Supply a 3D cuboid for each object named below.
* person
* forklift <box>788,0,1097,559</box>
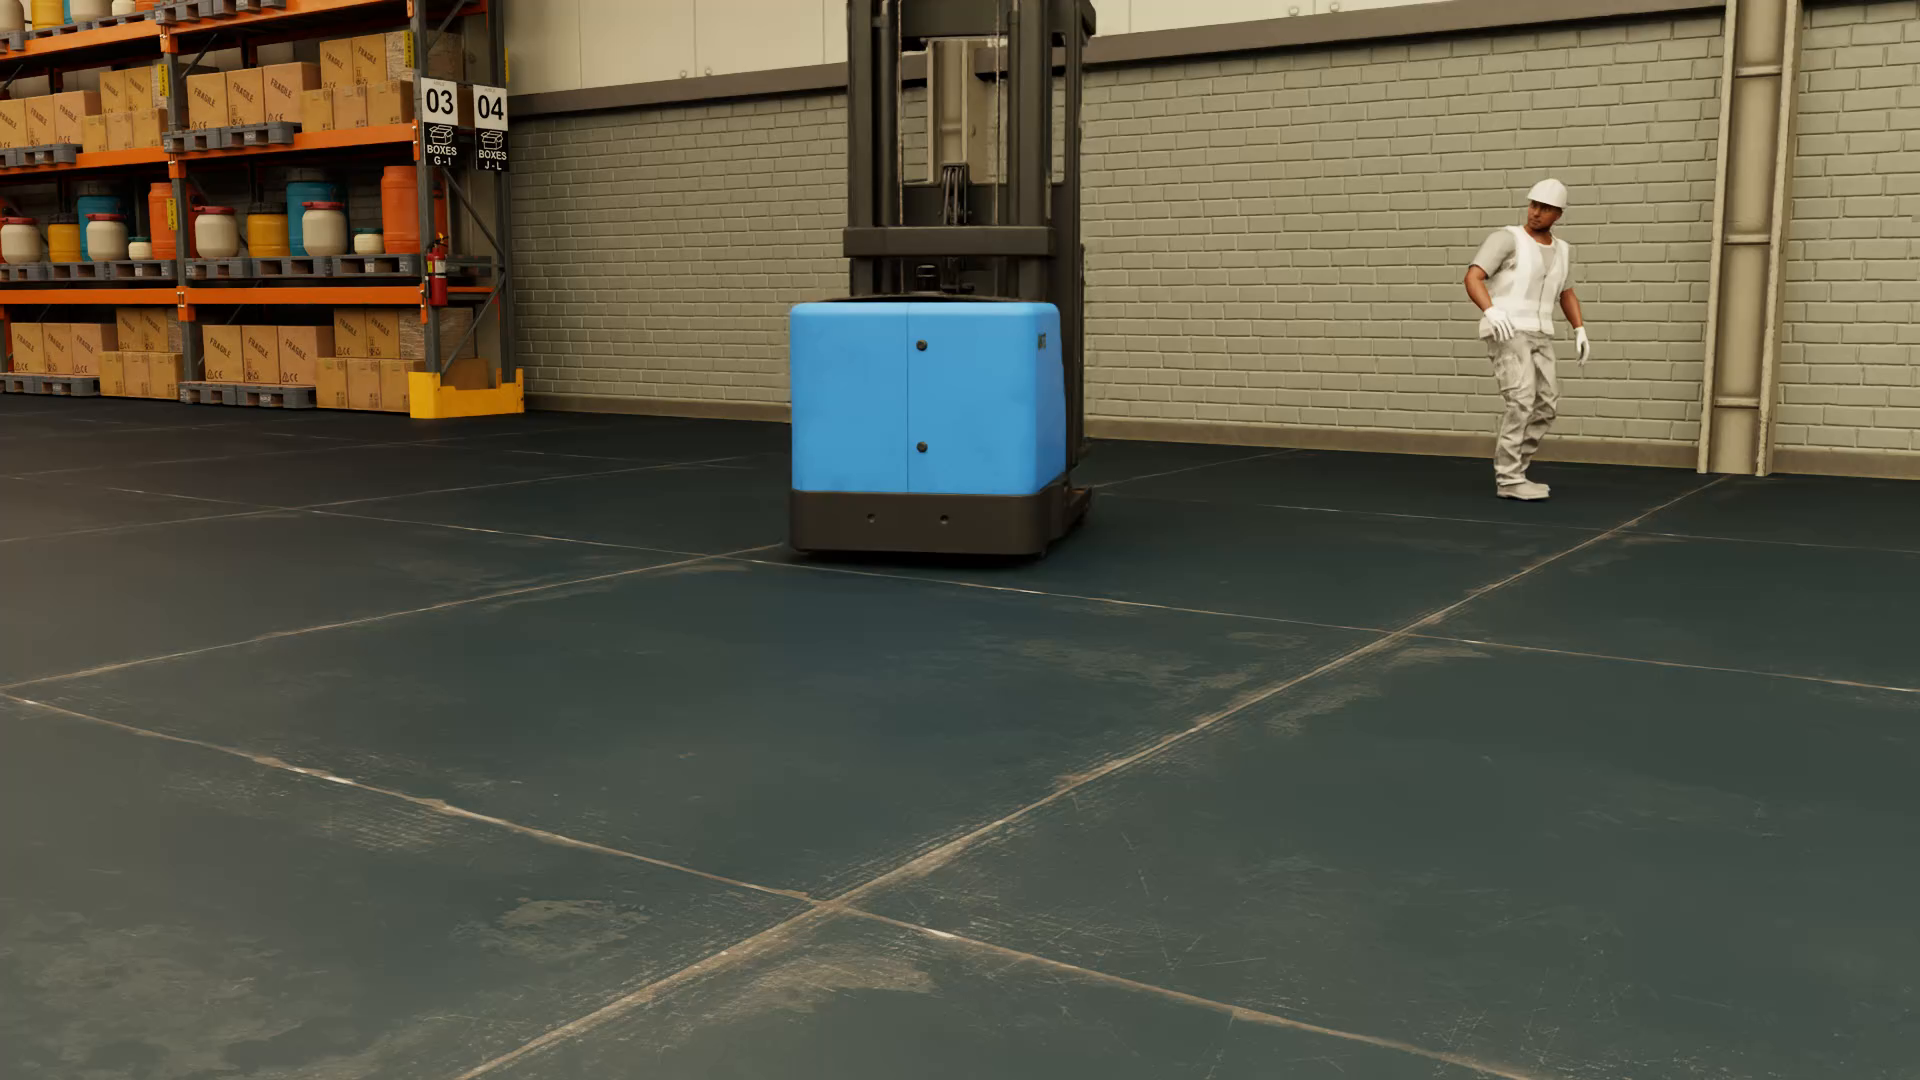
[{"bbox_3d":[3.195,-1.111,9.223,0.765,1.748,0.510,-5,10,-33],"label":"person"},{"bbox_3d":[0.062,-1.540,8.022,1.130,2.935,3.031,1,8,10],"label":"forklift"}]
